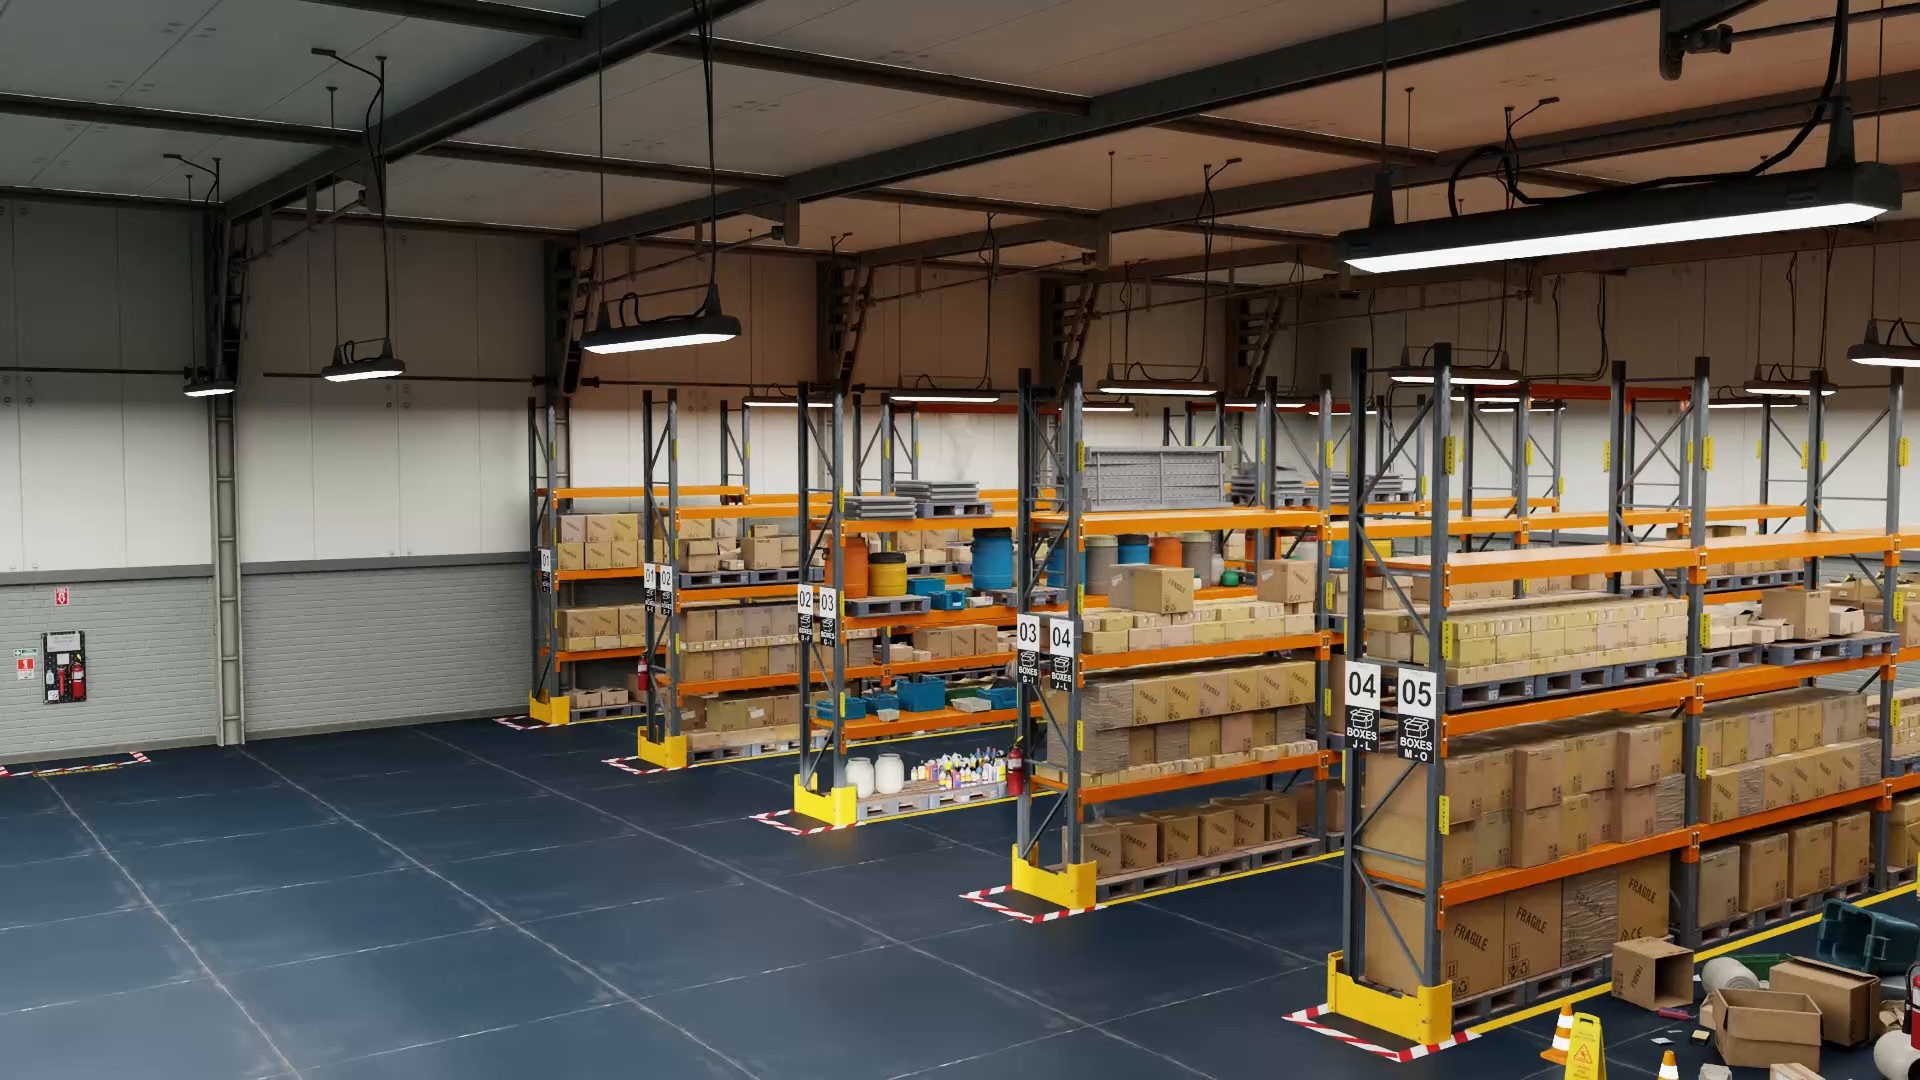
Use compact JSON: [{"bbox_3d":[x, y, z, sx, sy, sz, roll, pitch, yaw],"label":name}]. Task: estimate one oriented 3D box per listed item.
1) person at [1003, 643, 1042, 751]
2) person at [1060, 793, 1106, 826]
[{"bbox_3d":[1.071,2.636,28.037,0.849,1.867,0.680,-3,5,-45],"label":"person"},{"bbox_3d":[1.692,3.051,22.030,0.585,1.699,0.768,3,4,39],"label":"person"}]
